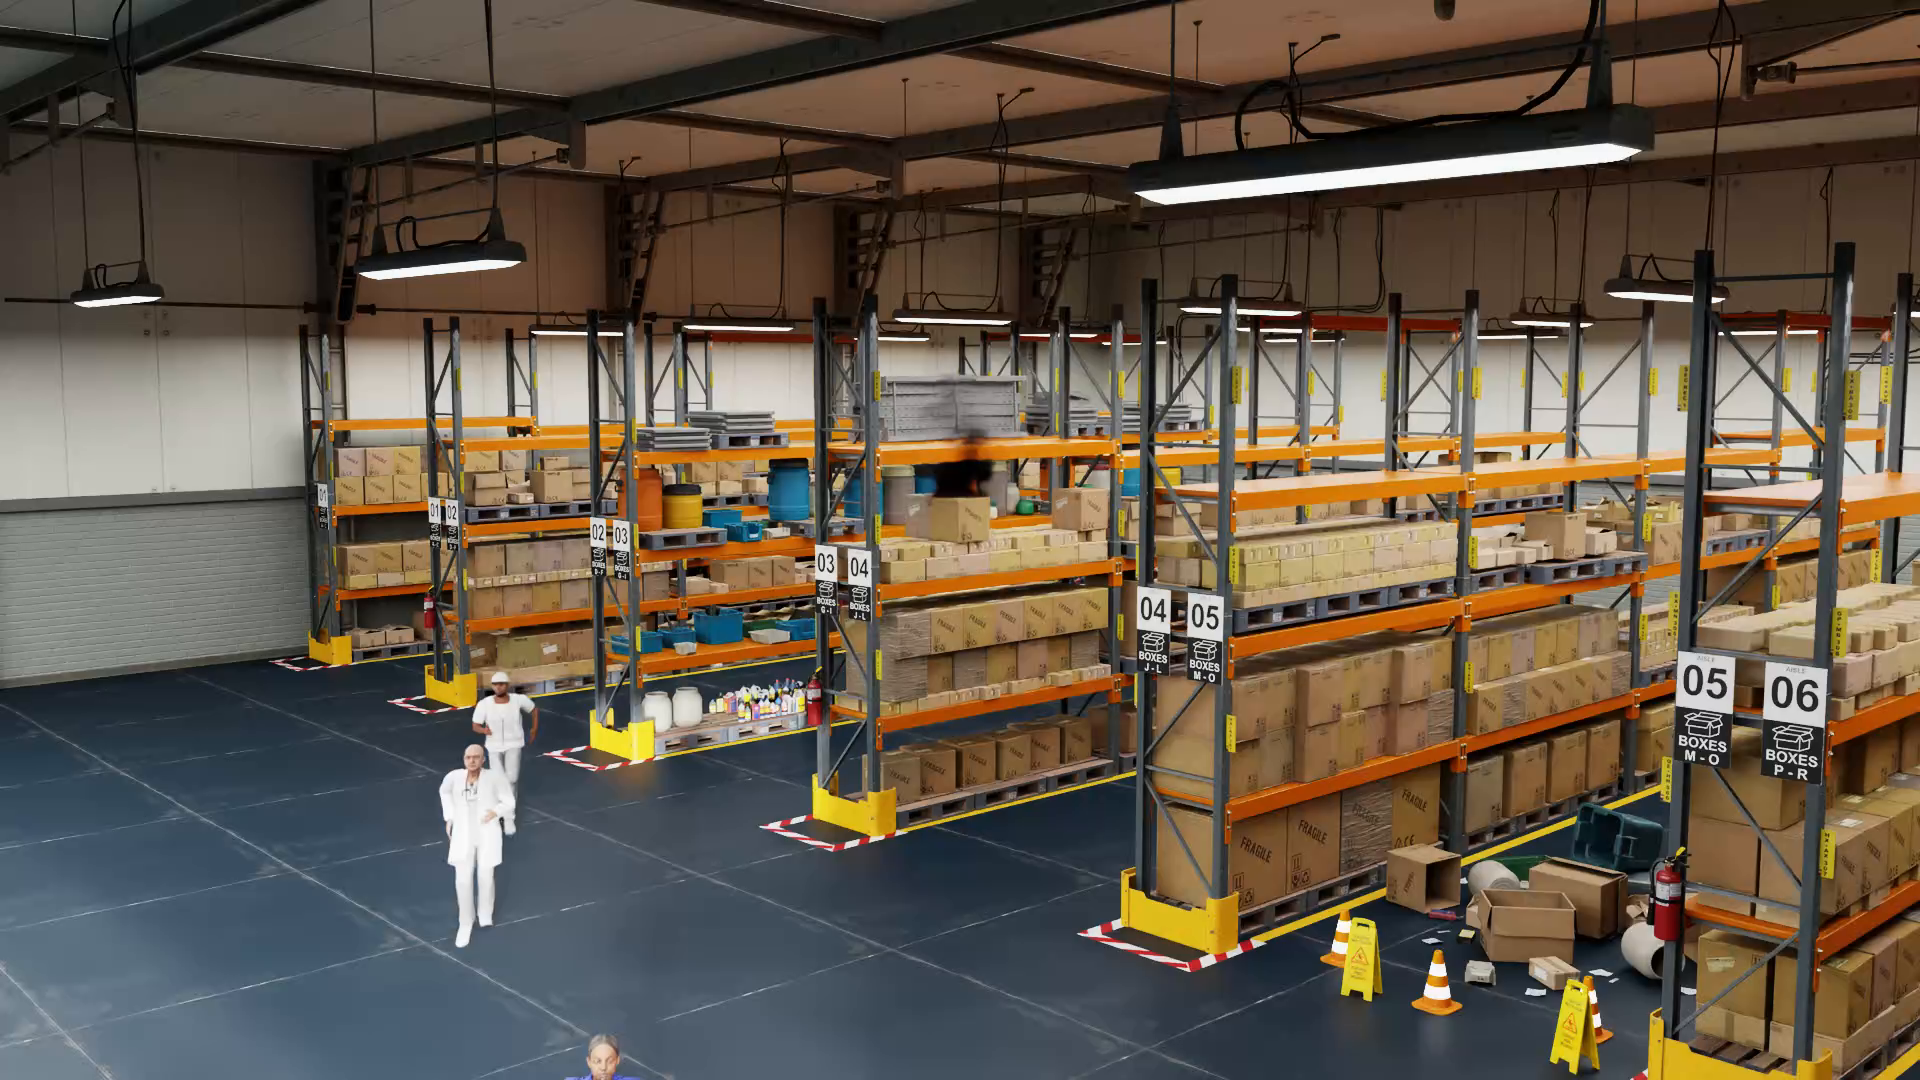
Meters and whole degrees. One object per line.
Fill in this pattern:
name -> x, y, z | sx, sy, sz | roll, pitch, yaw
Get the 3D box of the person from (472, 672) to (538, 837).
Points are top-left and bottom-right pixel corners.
person -> -5.172, 2.385, 18.898 | 0.704, 1.785, 0.896 | -1, 6, -8

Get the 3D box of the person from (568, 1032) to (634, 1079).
person -> -1.905, 3.459, 8.838 | 0.557, 1.700, 0.676 | -2, 6, -18

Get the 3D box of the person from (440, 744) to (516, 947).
person -> -4.402, 2.762, 15.184 | 0.689, 1.830, 0.841 | -1, 6, -12
